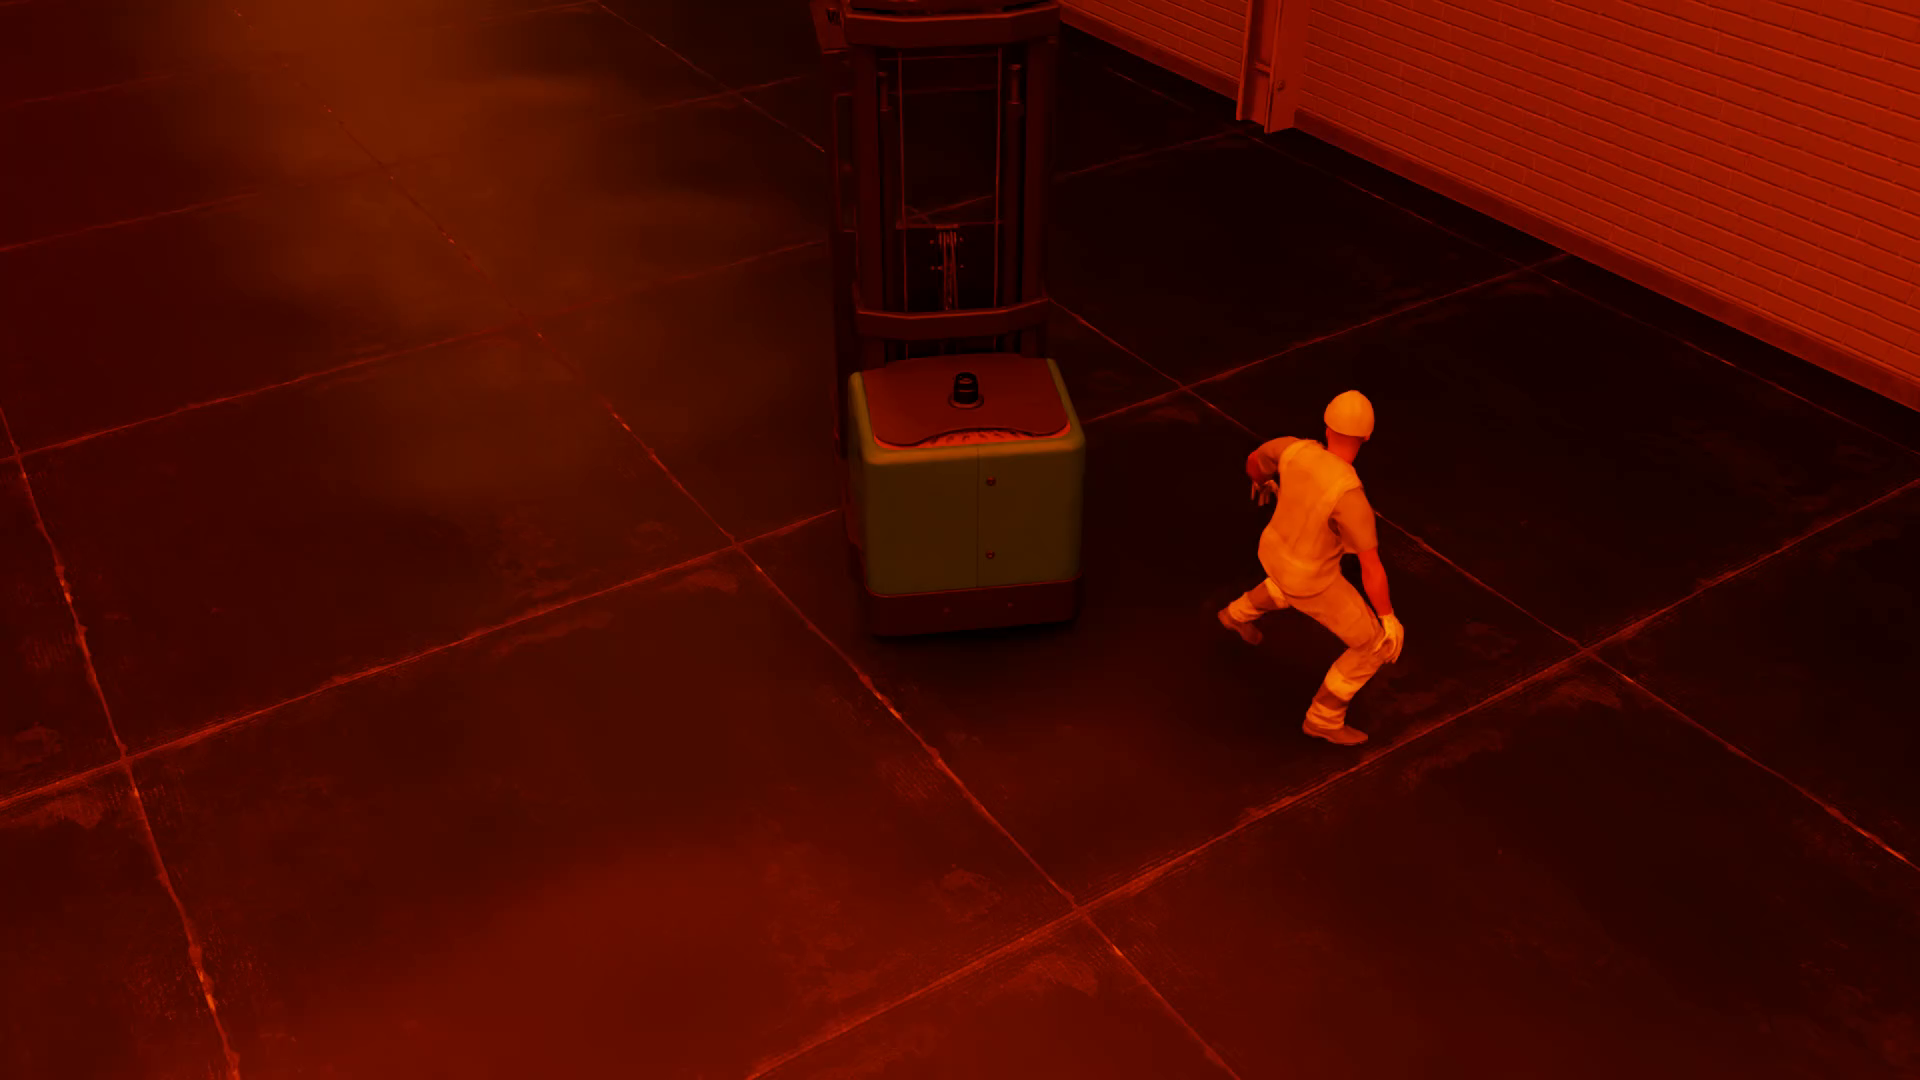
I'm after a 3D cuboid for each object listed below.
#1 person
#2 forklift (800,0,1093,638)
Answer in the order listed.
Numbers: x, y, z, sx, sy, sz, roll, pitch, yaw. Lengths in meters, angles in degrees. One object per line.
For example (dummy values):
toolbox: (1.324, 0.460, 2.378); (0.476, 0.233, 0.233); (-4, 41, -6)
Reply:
person: (1.603, 0.099, 7.149); (0.515, 1.658, 1.016); (-8, 36, -11)
forklift: (-0.161, -1.573, 8.386); (1.130, 2.935, 3.031); (-6, 36, -9)
